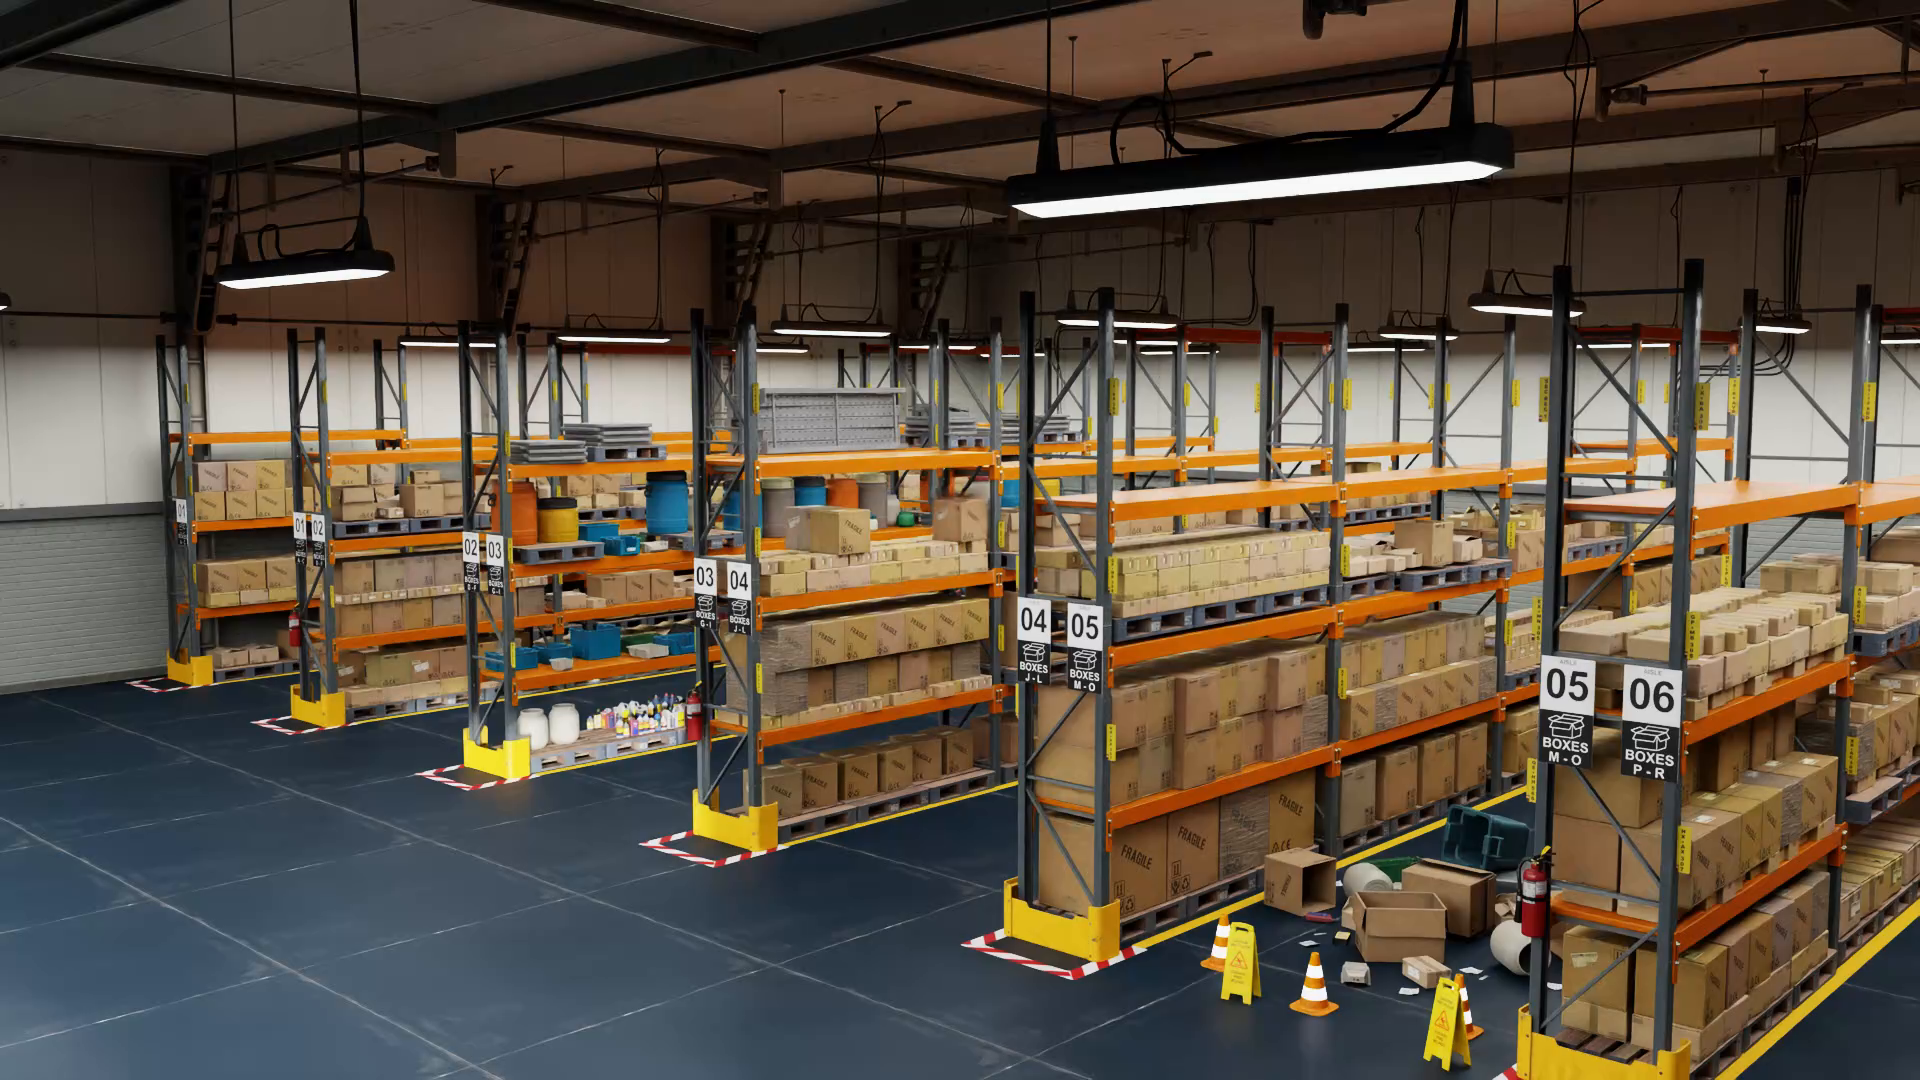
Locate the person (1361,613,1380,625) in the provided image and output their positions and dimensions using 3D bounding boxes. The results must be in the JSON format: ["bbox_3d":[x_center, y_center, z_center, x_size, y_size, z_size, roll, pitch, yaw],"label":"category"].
[{"bbox_3d":[6.234,1.886,25.397,0.546,1.781,0.609,-1,5,-5],"label":"person"}]
